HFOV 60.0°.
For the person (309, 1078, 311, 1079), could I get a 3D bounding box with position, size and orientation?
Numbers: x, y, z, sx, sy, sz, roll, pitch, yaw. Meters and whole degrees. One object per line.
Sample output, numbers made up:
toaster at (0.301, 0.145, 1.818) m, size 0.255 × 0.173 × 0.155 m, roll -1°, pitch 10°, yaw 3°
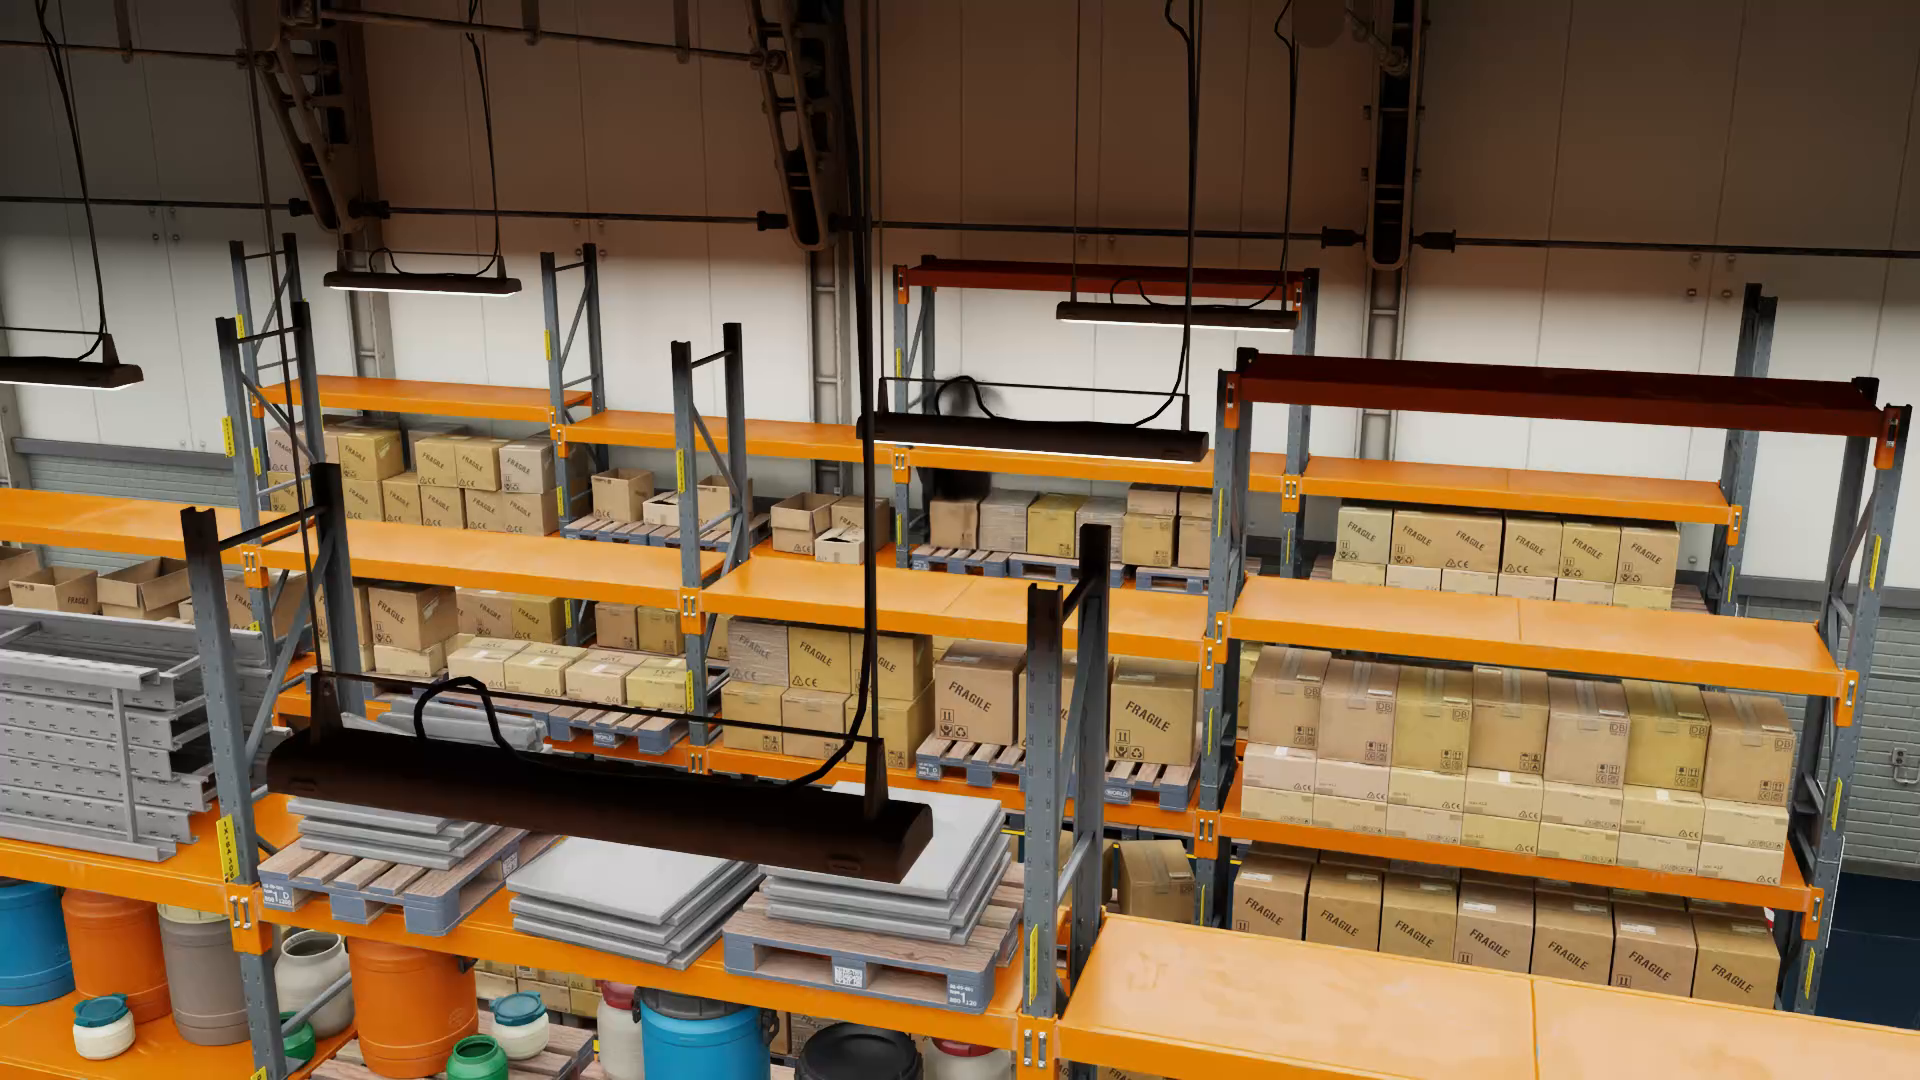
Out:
person at (-5.131, 3.861, 12.829) m, size 0.967 × 1.422 × 0.534 m, roll 7°, pitch 18°, yaw 24°
